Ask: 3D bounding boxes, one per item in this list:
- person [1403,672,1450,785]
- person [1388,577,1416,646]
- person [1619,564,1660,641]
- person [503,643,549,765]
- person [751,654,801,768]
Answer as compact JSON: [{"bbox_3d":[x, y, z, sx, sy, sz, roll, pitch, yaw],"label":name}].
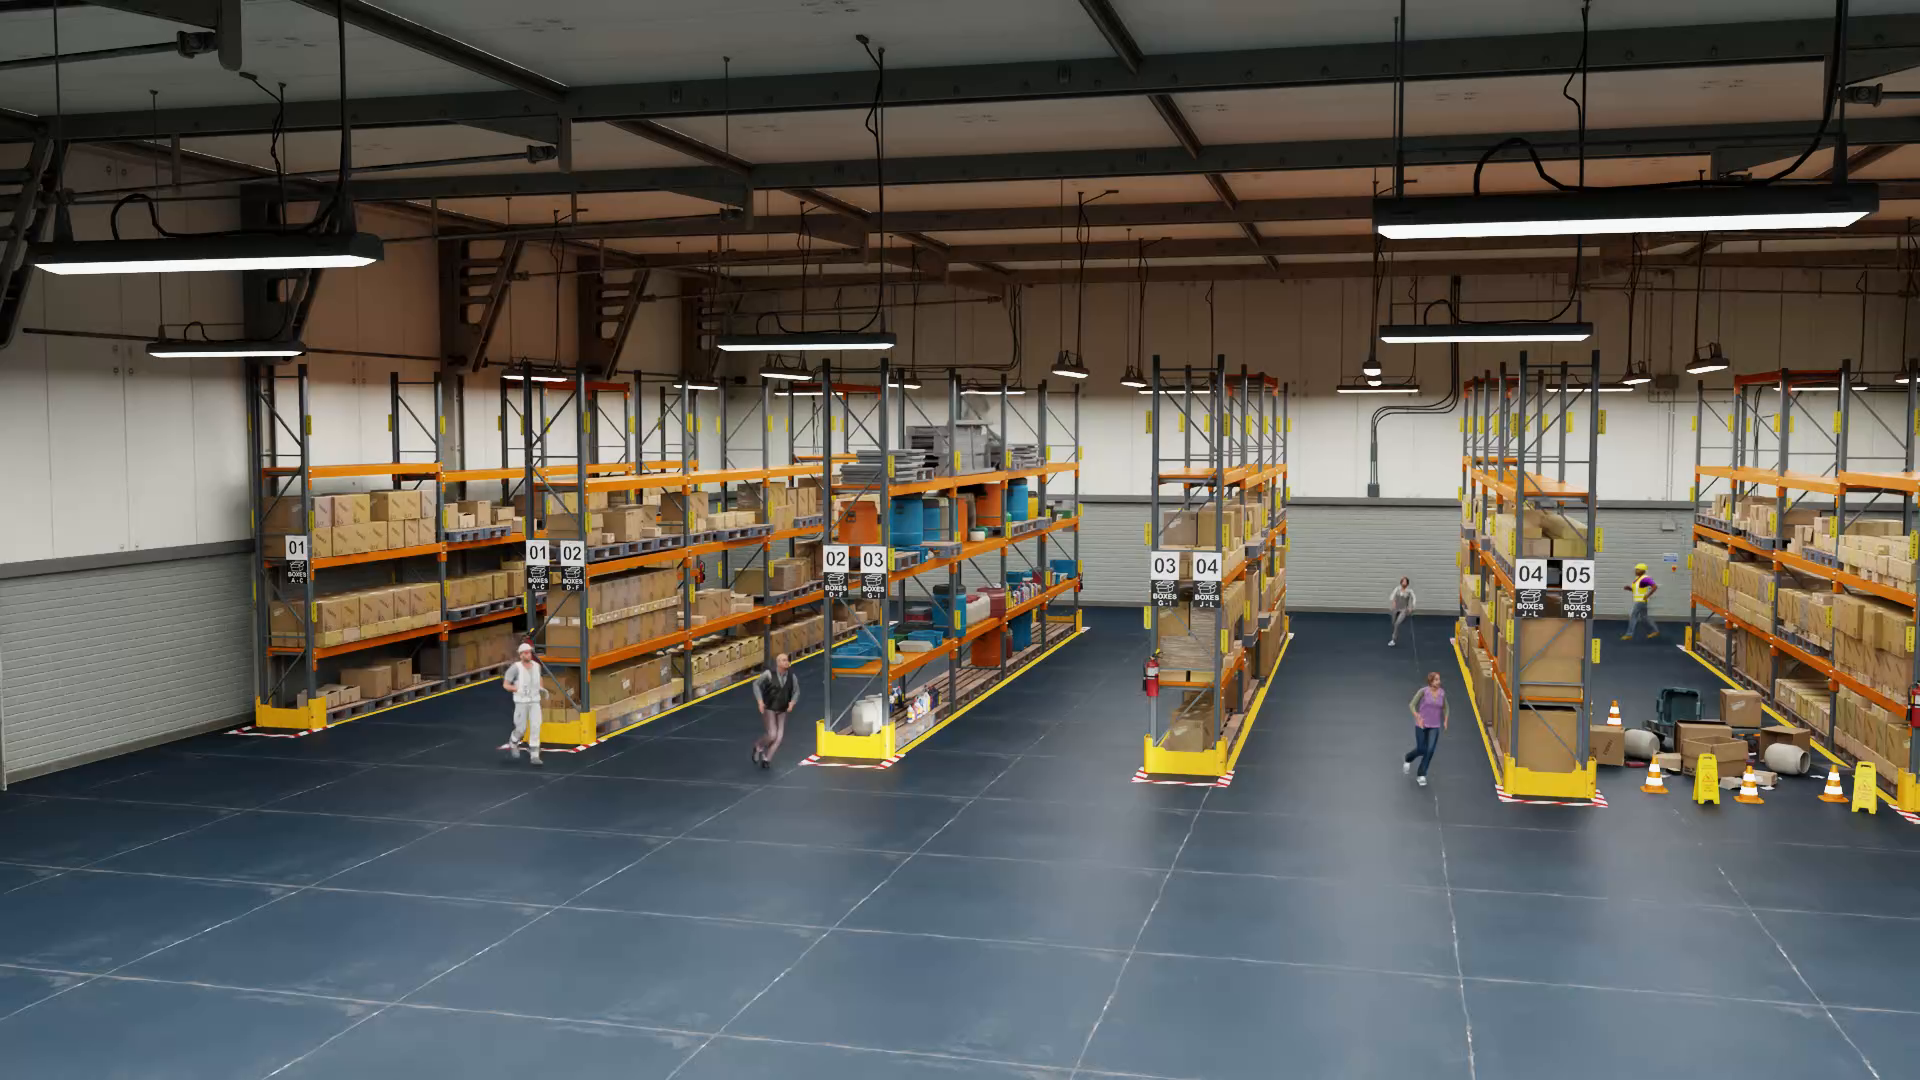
[{"bbox_3d":[6.593,2.620,23.378,0.577,1.559,0.593,0,4,-7],"label":"person"},{"bbox_3d":[10.067,1.610,37.844,0.609,1.556,0.725,2,4,28],"label":"person"},{"bbox_3d":[15.745,1.439,38.480,0.905,1.788,0.697,1,4,15],"label":"person"},{"bbox_3d":[-6.414,2.410,24.570,0.678,1.778,0.854,-3,5,-40],"label":"person"},{"bbox_3d":[-2.663,2.497,24.315,0.713,1.655,0.534,-2,5,-30],"label":"person"}]
